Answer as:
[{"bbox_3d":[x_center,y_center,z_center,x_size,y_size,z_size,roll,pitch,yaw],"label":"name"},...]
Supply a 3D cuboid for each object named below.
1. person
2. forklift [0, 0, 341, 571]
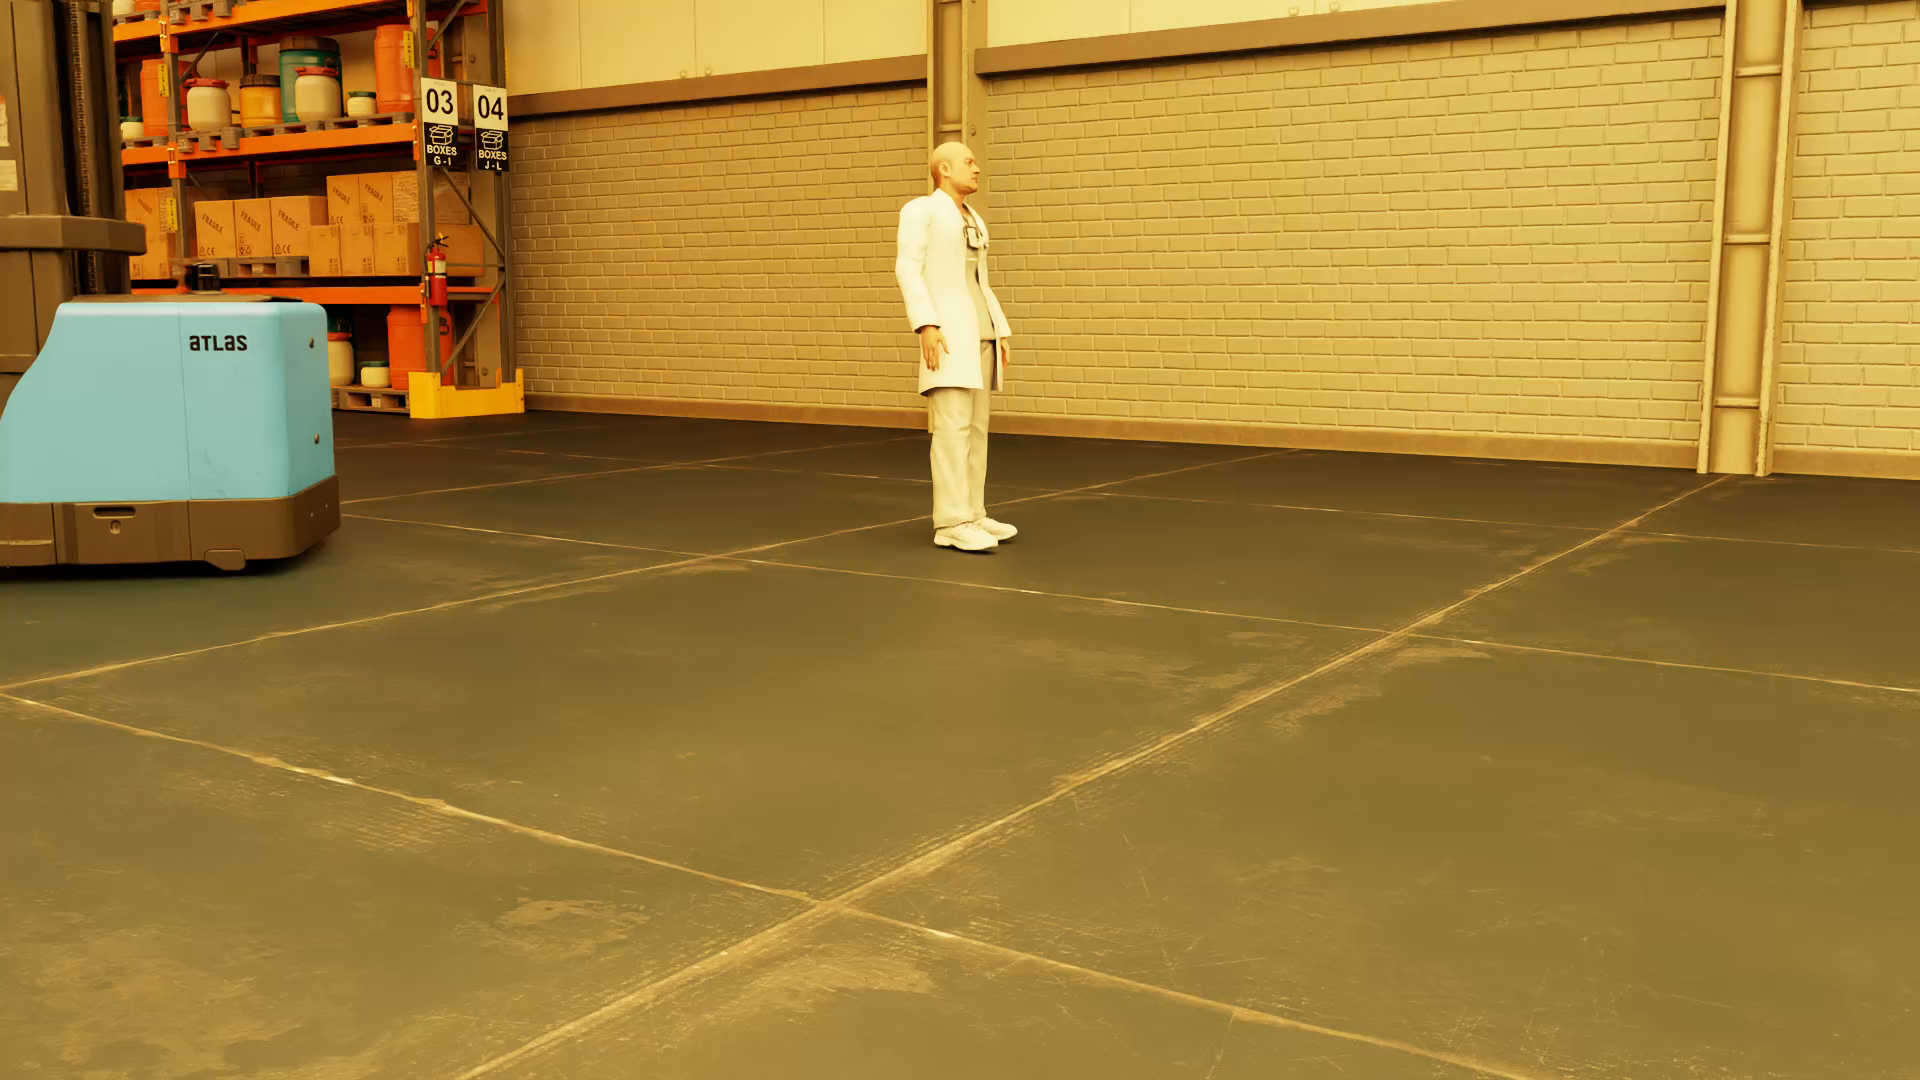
[{"bbox_3d":[0.072,-0.879,7.423,0.581,1.775,0.694,5,10,34],"label":"person"},{"bbox_3d":[-4.218,-1.344,6.643,3.031,2.935,1.130,-1,8,-9],"label":"forklift"}]
